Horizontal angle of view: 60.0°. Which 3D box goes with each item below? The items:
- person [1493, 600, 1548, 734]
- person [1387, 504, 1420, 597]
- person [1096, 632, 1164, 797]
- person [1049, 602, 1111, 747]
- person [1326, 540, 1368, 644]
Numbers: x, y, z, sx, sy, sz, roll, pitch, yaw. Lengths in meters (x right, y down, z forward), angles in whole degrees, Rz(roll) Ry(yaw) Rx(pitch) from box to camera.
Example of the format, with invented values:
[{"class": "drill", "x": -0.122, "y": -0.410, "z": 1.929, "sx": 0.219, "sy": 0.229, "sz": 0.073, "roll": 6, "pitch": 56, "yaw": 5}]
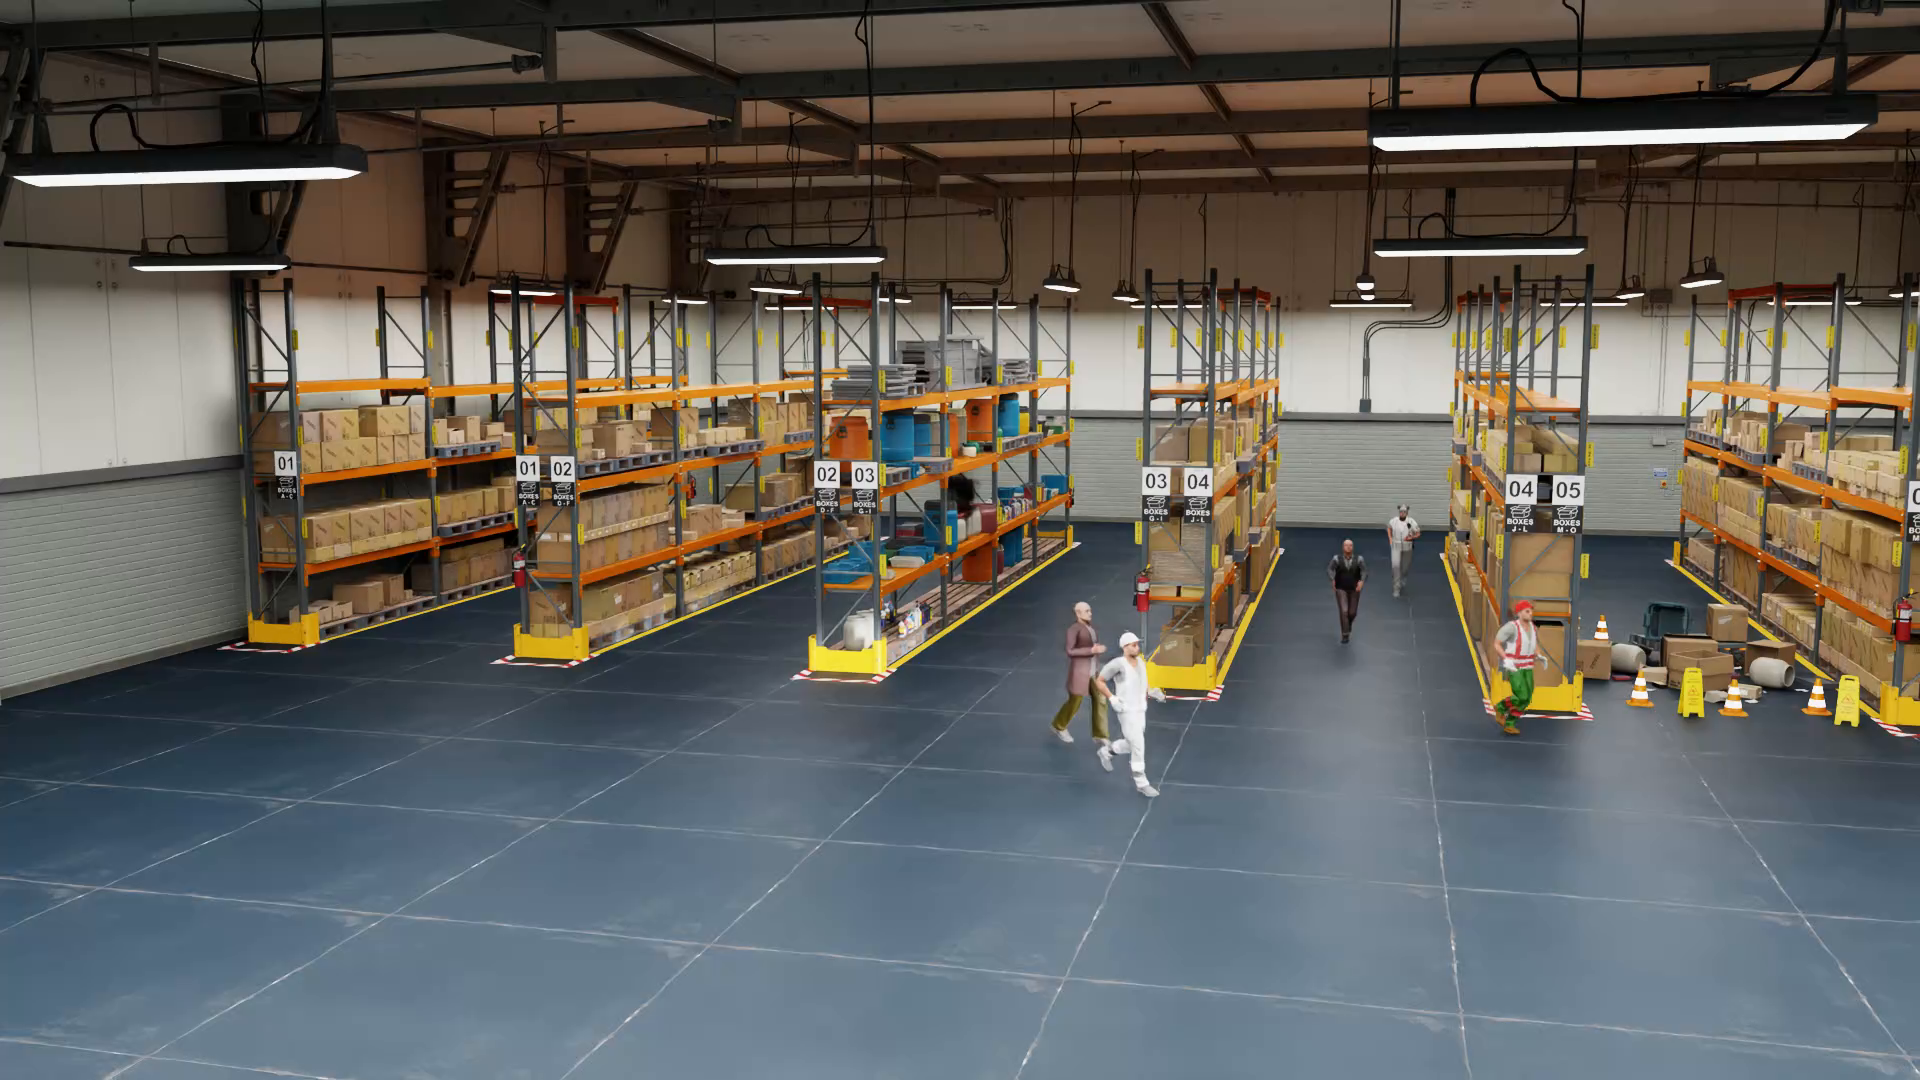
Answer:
[{"class": "person", "x": 7.132, "y": 1.622, "z": 21.179, "sx": 0.654, "sy": 1.733, "sz": 0.579, "roll": -3, "pitch": 8, "yaw": -27}, {"class": "person", "x": 8.793, "y": 0.186, "z": 32.972, "sx": 0.626, "sy": 1.816, "sz": 1.098, "roll": 1, "pitch": 7, "yaw": 11}, {"class": "person", "x": 1.862, "y": 1.912, "z": 18.534, "sx": 0.932, "sy": 1.787, "sz": 0.656, "roll": 7, "pitch": 10, "yaw": 44}, {"class": "person", "x": 1.495, "y": 1.665, "z": 20.420, "sx": 0.924, "sy": 1.827, "sz": 0.698, "roll": 6, "pitch": 9, "yaw": 41}, {"class": "person", "x": 6.484, "y": 0.837, "z": 27.859, "sx": 0.678, "sy": 1.705, "sz": 0.796, "roll": 1, "pitch": 7, "yaw": 6}]
